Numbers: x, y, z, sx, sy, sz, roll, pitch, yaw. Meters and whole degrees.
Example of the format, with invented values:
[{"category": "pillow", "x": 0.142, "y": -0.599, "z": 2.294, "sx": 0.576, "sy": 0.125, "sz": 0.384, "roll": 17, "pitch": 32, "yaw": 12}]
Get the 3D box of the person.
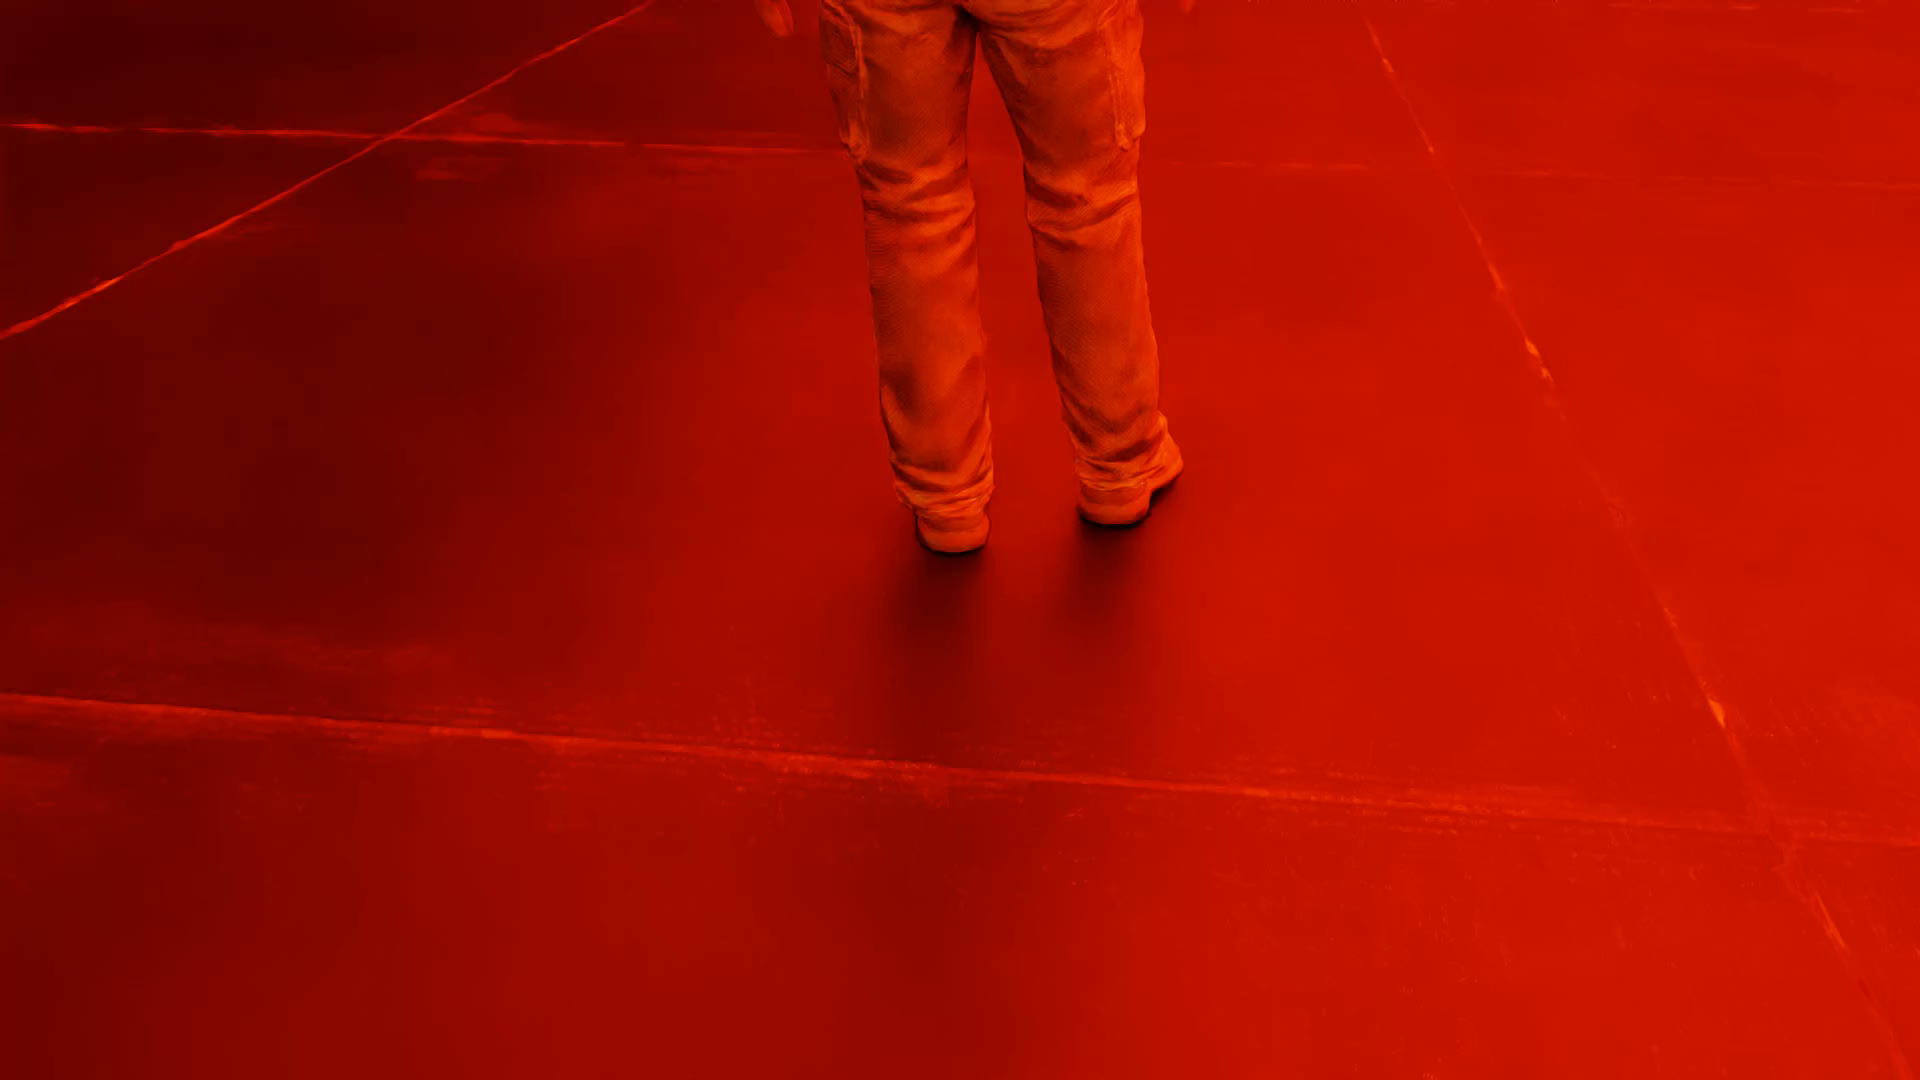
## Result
[{"category": "person", "x": 0.017, "y": -0.835, "z": 2.162, "sx": 0.655, "sy": 1.782, "sz": 0.576, "roll": 3, "pitch": 27, "yaw": 7}]
